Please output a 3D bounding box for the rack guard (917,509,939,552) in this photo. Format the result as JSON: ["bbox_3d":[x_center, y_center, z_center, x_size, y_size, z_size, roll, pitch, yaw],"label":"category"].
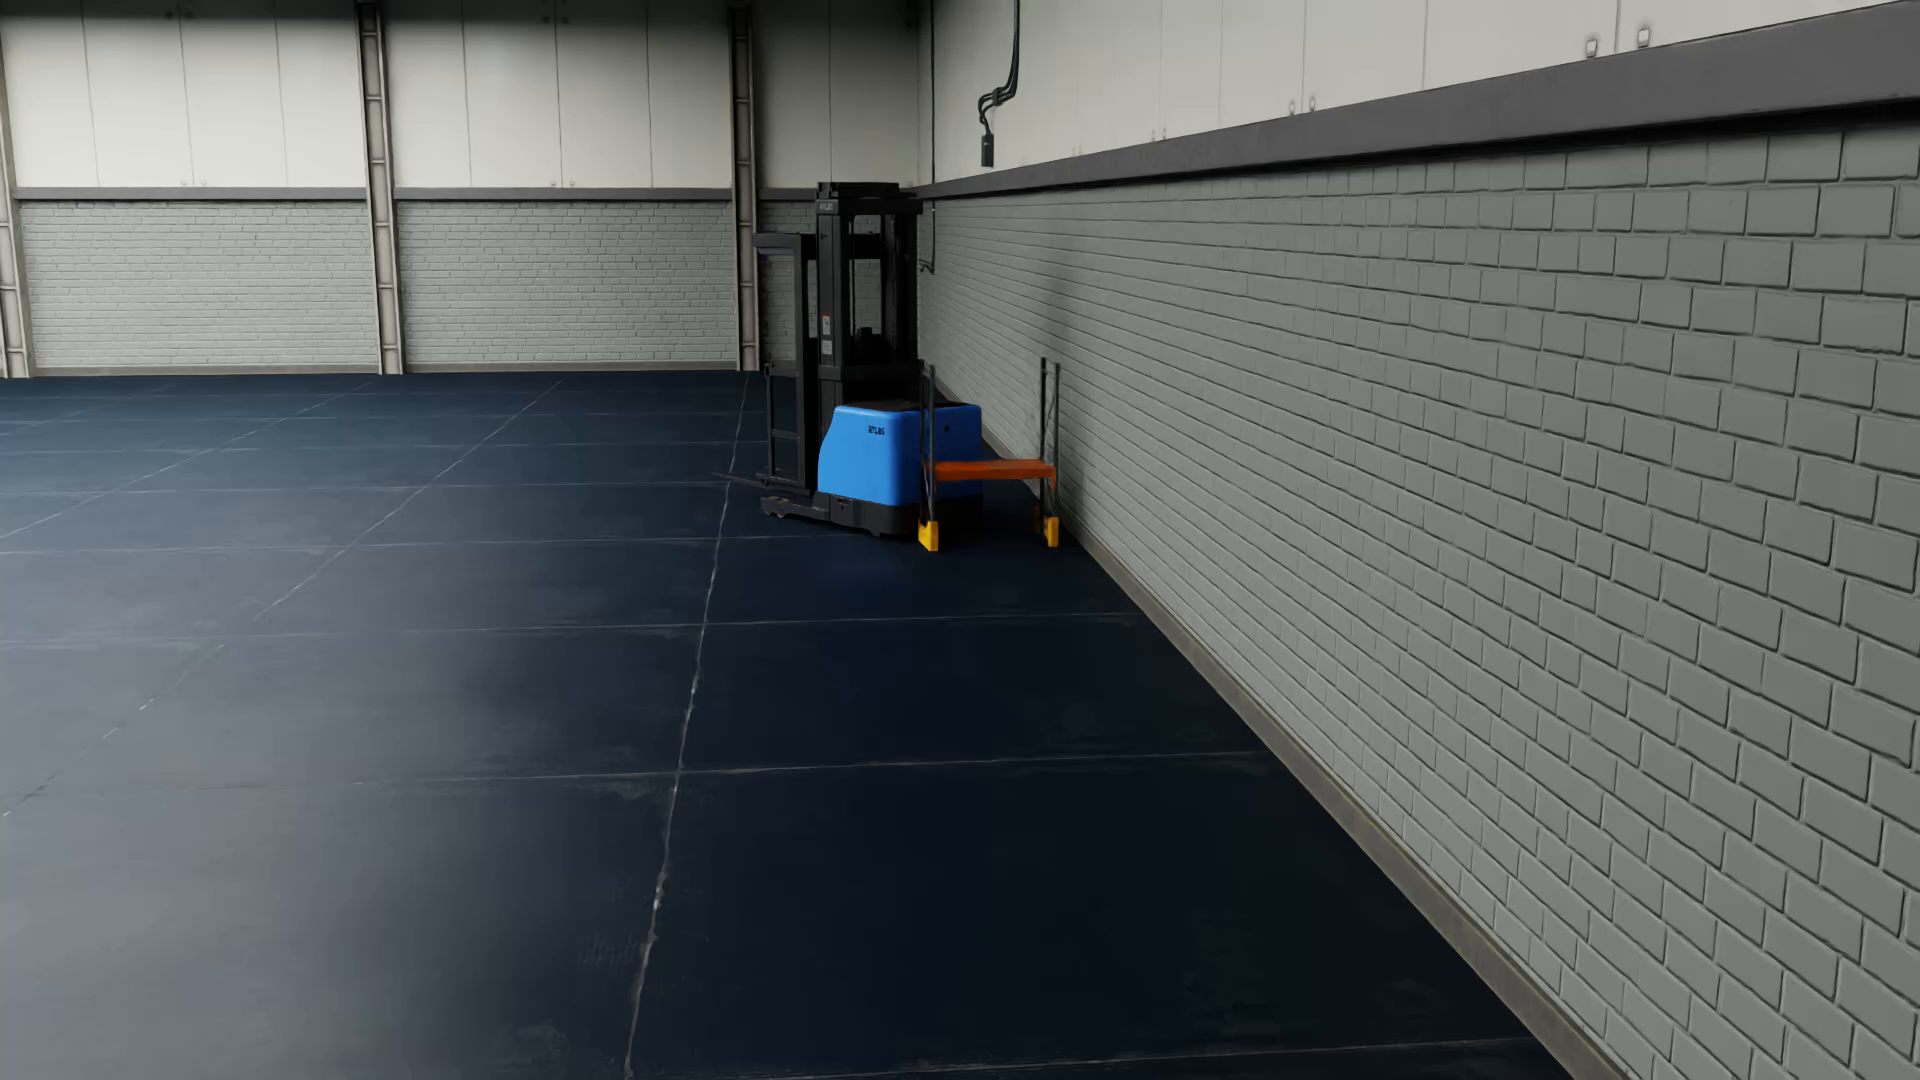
[{"bbox_3d":[-0.263,-0.082,13.632,0.087,0.250,0.587,-2,11,-11],"label":"rack guard"}]

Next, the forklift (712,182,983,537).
[{"bbox_3d":[-1.147,-1.691,14.872,1.130,2.935,3.031,-10,15,-40],"label":"forklift"}]

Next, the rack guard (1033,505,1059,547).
[{"bbox_3d":[0.714,-0.119,13.822,0.087,0.250,0.587,-2,11,-11],"label":"rack guard"}]

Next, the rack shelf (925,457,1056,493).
[{"bbox_3d":[0.235,-0.537,13.642,1.000,0.185,0.538,-2,11,-11],"label":"rack shelf"}]

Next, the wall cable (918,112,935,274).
[{"bbox_3d":[-0.605,-5.656,27.357,0.112,2.526,3.097,-1,11,-6],"label":"wall cable"}]

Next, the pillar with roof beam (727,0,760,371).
[{"bbox_3d":[-3.211,-6.546,23.836,0.548,9.000,9.100,-1,11,-6],"label":"pillar with roof beam"}]

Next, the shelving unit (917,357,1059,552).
[{"bbox_3d":[0.226,-0.713,13.605,1.083,1.500,0.587,-2,11,-11],"label":"shelving unit"}]

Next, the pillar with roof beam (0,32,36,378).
[{"bbox_3d":[-15.141,-6.296,22.564,0.400,9.000,9.100,-1,11,-6],"label":"pillar with roof beam"}]

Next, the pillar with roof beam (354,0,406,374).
[{"bbox_3d":[-9.176,-6.421,23.200,0.548,9.000,9.100,-1,11,-6],"label":"pillar with roof beam"}]

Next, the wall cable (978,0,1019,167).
[{"bbox_3d":[0.405,-7.027,17.467,0.169,6.003,2.305,-1,11,-6],"label":"wall cable"}]

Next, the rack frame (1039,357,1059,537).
[{"bbox_3d":[0.733,-0.733,13.704,0.032,1.500,0.500,-2,11,-11],"label":"rack frame"}]

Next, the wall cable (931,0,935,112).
[{"bbox_3d":[-0.313,-7.615,24.231,0.112,2.526,3.097,-1,11,-6],"label":"wall cable"}]

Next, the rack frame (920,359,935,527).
[{"bbox_3d":[-0.264,-0.695,13.510,0.032,1.500,0.500,-2,11,-11],"label":"rack frame"}]
